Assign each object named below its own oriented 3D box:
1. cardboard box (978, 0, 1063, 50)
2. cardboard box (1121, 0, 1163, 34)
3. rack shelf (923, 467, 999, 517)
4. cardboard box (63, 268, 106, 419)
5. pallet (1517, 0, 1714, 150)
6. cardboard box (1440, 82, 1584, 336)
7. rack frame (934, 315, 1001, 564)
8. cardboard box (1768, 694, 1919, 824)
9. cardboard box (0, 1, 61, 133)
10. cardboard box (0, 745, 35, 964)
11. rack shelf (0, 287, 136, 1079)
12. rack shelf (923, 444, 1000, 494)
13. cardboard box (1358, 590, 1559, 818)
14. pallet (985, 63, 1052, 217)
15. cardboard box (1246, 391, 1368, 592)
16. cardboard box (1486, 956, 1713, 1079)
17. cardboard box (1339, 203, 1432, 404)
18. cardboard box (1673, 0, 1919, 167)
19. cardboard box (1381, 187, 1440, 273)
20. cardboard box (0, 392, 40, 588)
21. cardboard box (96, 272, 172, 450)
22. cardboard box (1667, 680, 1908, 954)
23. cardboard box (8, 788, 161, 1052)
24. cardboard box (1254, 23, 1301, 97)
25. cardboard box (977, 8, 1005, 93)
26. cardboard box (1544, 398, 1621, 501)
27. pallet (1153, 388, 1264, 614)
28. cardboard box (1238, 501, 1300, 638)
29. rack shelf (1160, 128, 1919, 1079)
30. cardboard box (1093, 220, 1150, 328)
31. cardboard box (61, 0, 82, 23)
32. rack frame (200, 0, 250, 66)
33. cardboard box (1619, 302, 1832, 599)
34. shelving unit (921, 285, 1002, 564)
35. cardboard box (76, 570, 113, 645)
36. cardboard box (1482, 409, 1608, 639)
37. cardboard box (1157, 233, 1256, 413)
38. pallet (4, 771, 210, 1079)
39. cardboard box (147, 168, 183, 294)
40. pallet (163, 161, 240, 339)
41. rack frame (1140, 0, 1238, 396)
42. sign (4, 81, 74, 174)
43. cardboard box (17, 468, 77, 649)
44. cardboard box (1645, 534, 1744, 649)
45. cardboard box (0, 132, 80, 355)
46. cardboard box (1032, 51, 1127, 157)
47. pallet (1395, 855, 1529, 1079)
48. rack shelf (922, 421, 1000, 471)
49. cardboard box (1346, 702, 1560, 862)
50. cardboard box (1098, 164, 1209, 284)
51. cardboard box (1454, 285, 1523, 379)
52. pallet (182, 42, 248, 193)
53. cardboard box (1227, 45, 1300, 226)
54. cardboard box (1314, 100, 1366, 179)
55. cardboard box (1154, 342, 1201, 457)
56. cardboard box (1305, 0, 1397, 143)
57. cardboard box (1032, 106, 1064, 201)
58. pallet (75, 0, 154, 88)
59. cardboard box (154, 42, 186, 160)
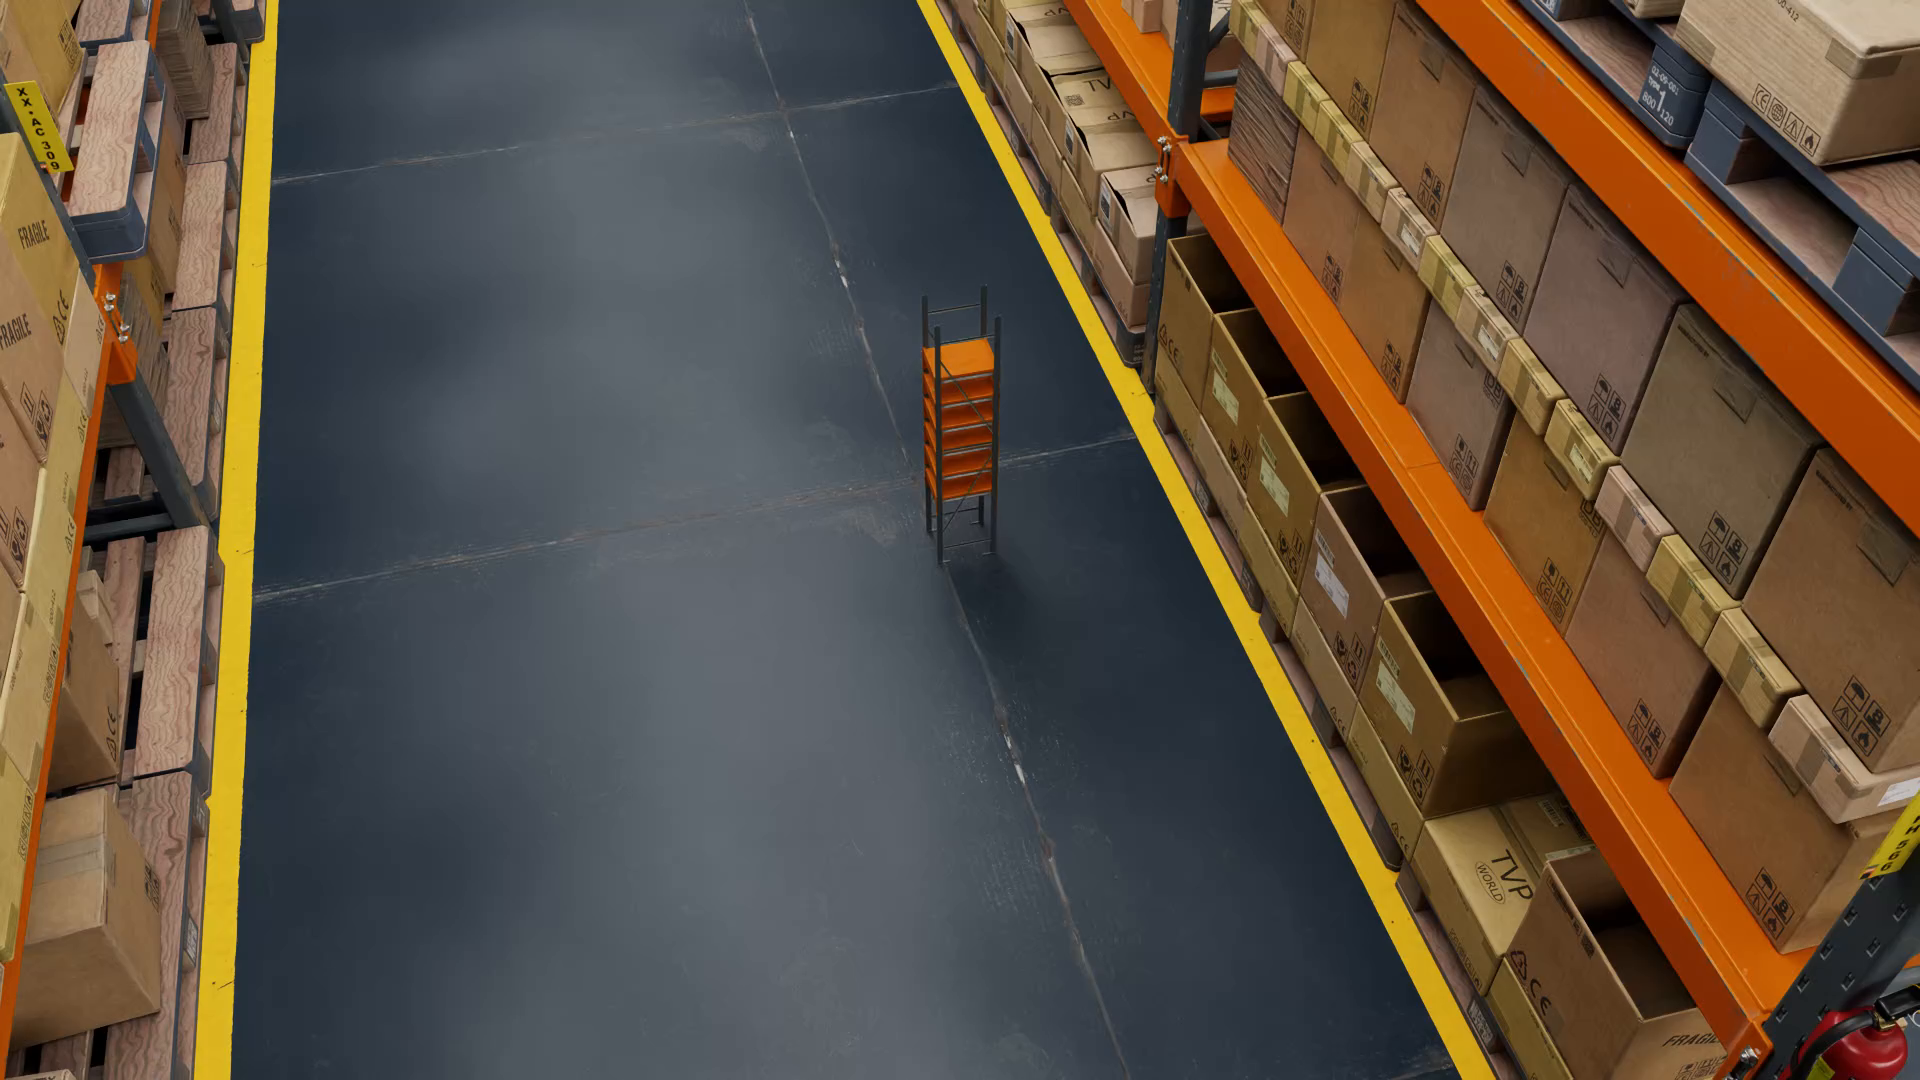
[{"bbox_3d":[0.404,-2.836,8.667,0.500,0.311,0.500,-12,47,-11],"label":"cardboard box"},{"bbox_3d":[0.905,-2.349,7.045,0.396,0.266,0.258,-12,47,-11],"label":"cardboard box"},{"bbox_3d":[0.004,-0.211,6.515,0.258,0.103,0.180,-11,47,-10],"label":"rack shelf"},{"bbox_3d":[-3.066,-0.597,5.326,0.500,0.250,0.500,-11,47,-10],"label":"cardboard box"},{"bbox_3d":[1.859,-1.416,3.999,1.003,0.211,1.213,-11,47,-10],"label":"pallet"},{"bbox_3d":[1.812,-0.967,4.619,0.700,0.500,0.500,-11,47,-10],"label":"cardboard box"},{"bbox_3d":[0.027,-0.347,6.250,0.240,1.200,0.006,-11,47,-10],"label":"rack frame"},{"bbox_3d":[2.049,0.449,3.686,0.380,0.149,0.250,-11,47,-11],"label":"cardboard box"},{"bbox_3d":[-3.578,-1.460,5.703,0.700,0.500,0.500,-11,47,-10],"label":"cardboard box"},{"bbox_3d":[-2.546,0.790,3.967,0.500,0.250,0.500,-11,47,-11],"label":"cardboard box"},{"bbox_3d":[-2.968,0.719,4.449,1.077,0.370,4.000,-11,47,-10],"label":"rack shelf"},{"bbox_3d":[0.004,-0.295,6.429,0.258,0.103,0.180,-11,47,-10],"label":"rack shelf"},{"bbox_3d":[1.636,0.489,5.277,0.500,0.500,0.500,-11,47,-10],"label":"cardboard box"},{"bbox_3d":[0.765,-2.192,8.750,1.003,0.211,1.213,-11,47,-10],"label":"pallet"},{"bbox_3d":[1.379,-0.201,5.953,0.500,0.500,0.500,-11,47,-10],"label":"cardboard box"},{"bbox_3d":[1.908,1.439,4.871,0.500,0.250,0.500,-11,47,-10],"label":"cardboard box"},{"bbox_3d":[1.693,-0.842,5.405,0.700,0.500,0.500,-10,46,-10],"label":"cardboard box"},{"bbox_3d":[1.782,-1.001,3.243,0.500,0.250,0.500,-11,47,-10],"label":"cardboard box"},{"bbox_3d":[1.523,-0.974,5.080,0.380,0.149,0.250,-12,47,-11],"label":"cardboard box"},{"bbox_3d":[-2.809,-0.168,4.380,0.500,0.500,0.500,-12,47,-11],"label":"cardboard box"},{"bbox_3d":[-3.685,-0.698,6.776,0.700,0.500,0.500,-9,46,-9],"label":"cardboard box"},{"bbox_3d":[2.224,0.580,4.011,0.700,0.500,0.500,-11,47,-10],"label":"cardboard box"},{"bbox_3d":[-2.832,1.165,4.950,0.700,0.500,0.500,-13,47,-13],"label":"cardboard box"},{"bbox_3d":[1.253,-1.690,5.782,0.380,0.149,0.250,-10,46,-10],"label":"cardboard box"},{"bbox_3d":[0.402,-2.648,8.876,0.500,0.250,0.500,-12,47,-11],"label":"cardboard box"},{"bbox_3d":[1.785,-0.264,4.384,0.380,0.149,0.250,-9,46,-9],"label":"cardboard box"},{"bbox_3d":[1.470,-0.289,6.886,1.003,0.211,1.213,-11,47,-10],"label":"pallet"},{"bbox_3d":[1.379,0.061,6.221,0.500,0.250,0.500,-11,47,-10],"label":"cardboard box"},{"bbox_3d":[1.819,-0.189,5.339,1.077,0.370,4.000,-11,47,-10],"label":"rack shelf"},{"bbox_3d":[0.921,-1.240,7.496,0.500,0.250,0.500,-11,47,-11],"label":"cardboard box"},{"bbox_3d":[-3.913,-2.296,6.522,0.700,0.500,0.500,-5,46,-5],"label":"cardboard box"},{"bbox_3d":[-4.504,-3.675,8.252,1.000,3.000,0.127,-11,47,-10],"label":"rack frame"},{"bbox_3d":[2.071,-0.273,3.939,0.700,0.500,0.500,-12,47,-11],"label":"cardboard box"},{"bbox_3d":[0.004,-0.410,6.312,0.258,1.200,0.189,-11,47,-10],"label":"shelving unit"},{"bbox_3d":[-3.314,0.288,6.043,0.380,0.166,0.250,-16,48,-15],"label":"cardboard box"},{"bbox_3d":[1.963,-0.126,4.703,0.700,0.500,0.500,-10,46,-10],"label":"cardboard box"},{"bbox_3d":[1.123,-0.892,6.630,0.500,0.500,0.500,-11,47,-10],"label":"cardboard box"},{"bbox_3d":[-2.958,1.363,5.266,1.003,0.211,1.213,-11,47,-10],"label":"pallet"},{"bbox_3d":[-3.957,-1.405,7.469,0.700,0.500,0.500,-10,46,-10],"label":"cardboard box"},{"bbox_3d":[-3.997,-1.319,7.895,1.003,0.211,1.213,-11,47,-10],"label":"pallet"},{"bbox_3d":[1.307,-1.822,6.435,1.000,3.000,0.127,-11,47,-10],"label":"rack frame"},{"bbox_3d":[-2.958,-1.321,5.339,0.100,0.325,0.005,-11,47,-10],"label":"sign"},{"bbox_3d":[-2.803,0.093,4.649,0.500,0.250,0.500,-11,47,-11],"label":"cardboard box"},{"bbox_3d":[1.915,0.092,4.036,0.380,0.149,0.250,-11,47,-11],"label":"cardboard box"},{"bbox_3d":[-3.060,-0.861,5.059,0.500,0.500,0.500,-11,47,-10],"label":"cardboard box"},{"bbox_3d":[0.662,-2.133,7.979,0.500,0.311,0.500,-11,47,-10],"label":"cardboard box"},{"bbox_3d":[2.095,1.395,5.235,1.003,0.211,1.213,-11,47,-10],"label":"pallet"},{"bbox_3d":[0.004,-0.379,6.343,0.258,0.103,0.180,-11,47,-10],"label":"rack shelf"},{"bbox_3d":[1.639,0.751,5.545,0.500,0.250,0.500,-11,47,-10],"label":"cardboard box"},{"bbox_3d":[0.926,-1.430,7.290,0.500,0.311,0.500,-11,47,-10],"label":"cardboard box"},{"bbox_3d":[1.650,-0.622,4.735,0.380,0.149,0.250,-11,47,-11],"label":"cardboard box"},{"bbox_3d":[-4.306,-2.160,8.719,1.003,0.211,1.213,-11,47,-10],"label":"pallet"},{"bbox_3d":[1.427,-1.552,6.101,0.700,0.500,0.500,-12,47,-11],"label":"cardboard box"},{"bbox_3d":[1.389,-1.331,5.430,0.380,0.149,0.250,-11,47,-11],"label":"cardboard box"},{"bbox_3d":[1.133,-0.631,6.899,0.500,0.250,0.500,-11,47,-10],"label":"cardboard box"},{"bbox_3d":[1.558,-1.657,5.296,0.700,0.500,0.500,-11,47,-10],"label":"cardboard box"},{"bbox_3d":[0.662,-1.943,8.185,0.500,0.250,0.500,-10,46,-9],"label":"cardboard box"},{"bbox_3d":[-3.958,-2.249,6.988,1.003,0.211,1.213,-11,47,-10],"label":"pallet"},{"bbox_3d":[-4.250,-2.090,8.140,0.700,0.500,0.500,-11,47,-10],"label":"cardboard box"}]
